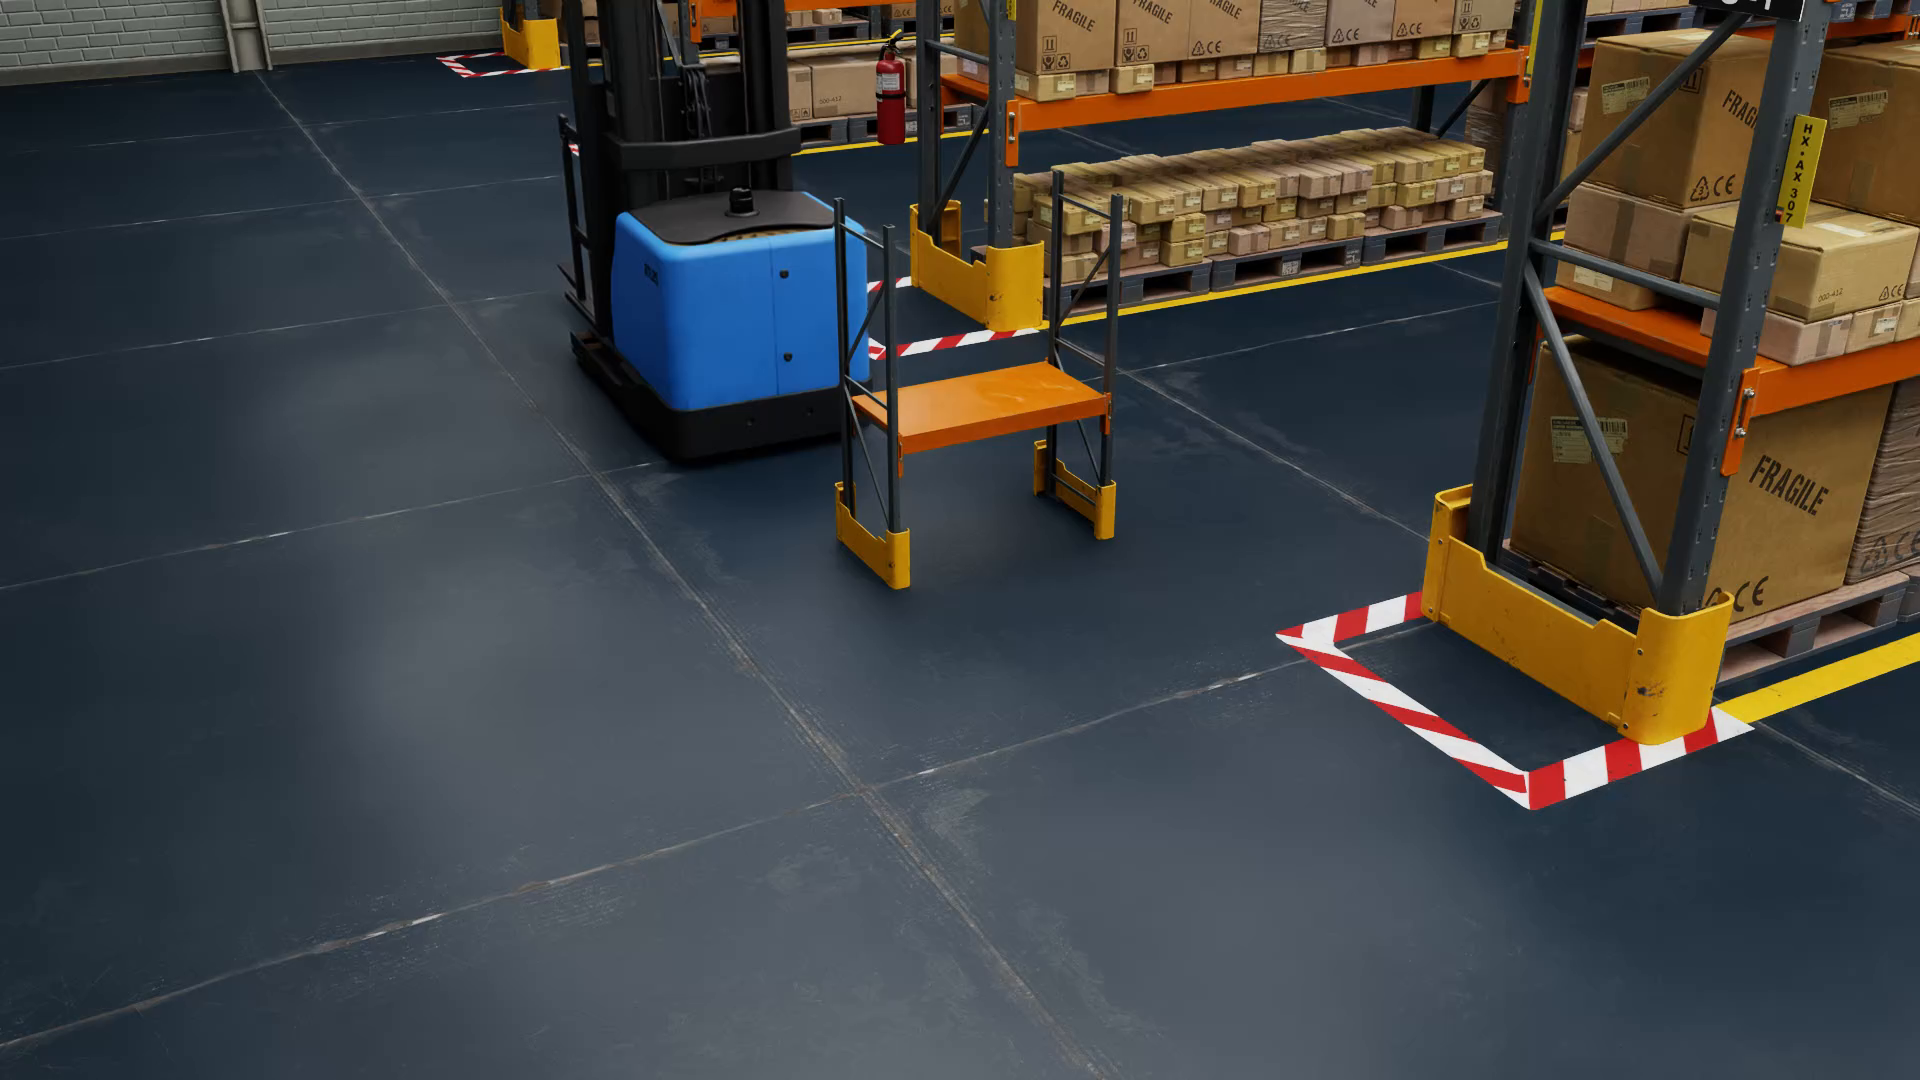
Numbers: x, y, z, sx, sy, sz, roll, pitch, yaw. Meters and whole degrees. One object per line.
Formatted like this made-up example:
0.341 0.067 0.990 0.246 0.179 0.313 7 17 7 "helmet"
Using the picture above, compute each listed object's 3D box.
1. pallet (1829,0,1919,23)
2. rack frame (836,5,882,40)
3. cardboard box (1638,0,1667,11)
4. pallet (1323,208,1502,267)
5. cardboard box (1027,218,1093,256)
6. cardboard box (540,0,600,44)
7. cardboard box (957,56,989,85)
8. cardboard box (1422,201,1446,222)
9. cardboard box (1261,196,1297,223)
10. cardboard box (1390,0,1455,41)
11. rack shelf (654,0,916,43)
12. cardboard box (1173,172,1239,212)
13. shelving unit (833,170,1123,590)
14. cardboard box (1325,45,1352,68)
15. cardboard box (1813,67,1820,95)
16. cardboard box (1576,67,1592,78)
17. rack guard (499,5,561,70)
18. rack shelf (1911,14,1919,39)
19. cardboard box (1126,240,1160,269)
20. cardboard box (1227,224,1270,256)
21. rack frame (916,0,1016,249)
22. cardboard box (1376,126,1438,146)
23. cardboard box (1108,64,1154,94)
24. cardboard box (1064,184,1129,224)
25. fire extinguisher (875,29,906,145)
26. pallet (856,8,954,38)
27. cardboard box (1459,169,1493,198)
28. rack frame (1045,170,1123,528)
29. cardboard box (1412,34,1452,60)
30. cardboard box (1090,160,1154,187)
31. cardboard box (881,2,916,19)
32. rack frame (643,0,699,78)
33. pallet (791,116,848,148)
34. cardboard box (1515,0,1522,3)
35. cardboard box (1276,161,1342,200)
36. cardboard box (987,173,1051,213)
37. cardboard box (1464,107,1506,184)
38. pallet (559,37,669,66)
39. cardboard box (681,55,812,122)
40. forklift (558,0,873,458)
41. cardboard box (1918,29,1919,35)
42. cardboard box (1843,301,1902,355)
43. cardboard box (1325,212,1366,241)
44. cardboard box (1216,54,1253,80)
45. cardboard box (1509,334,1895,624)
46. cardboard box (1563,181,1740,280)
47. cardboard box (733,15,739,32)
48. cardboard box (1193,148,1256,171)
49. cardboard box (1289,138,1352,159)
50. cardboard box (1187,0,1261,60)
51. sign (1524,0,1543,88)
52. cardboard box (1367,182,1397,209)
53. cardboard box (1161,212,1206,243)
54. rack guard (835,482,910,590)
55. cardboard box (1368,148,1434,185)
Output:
6.502 -4.164 12.679 1.003 0.211 1.213 -13 29 -25 "pallet"
-1.206 -7.387 19.169 0.127 3.000 1.000 -13 29 -25 "rack frame"
4.580 -3.710 11.318 0.250 0.149 0.380 -13 28 -25 "cardboard box"
2.975 -2.214 11.618 1.213 0.211 1.003 -13 29 -25 "pallet"
0.605 -1.854 10.111 0.250 0.149 0.380 -12 28 -23 "cardboard box"
-4.151 -5.724 18.106 0.637 0.503 0.797 -14 29 -27 "cardboard box"
0.176 -2.868 10.048 0.250 0.149 0.380 -13 29 -25 "cardboard box"
3.097 -2.295 11.373 0.250 0.149 0.380 -12 28 -24 "cardboard box"
1.977 -2.195 10.822 0.250 0.149 0.380 -12 28 -23 "cardboard box"
2.799 -3.489 10.592 0.500 0.500 0.500 -14 29 -26 "cardboard box"
-0.632 -4.760 14.530 4.000 0.370 1.077 -13 29 -25 "rack shelf"
1.542 -2.196 10.479 0.250 0.149 0.380 -12 28 -23 "cardboard box"
0.067 -0.692 6.958 1.083 1.500 0.587 -13 29 -25 "shelving unit"
2.255 -3.094 10.519 0.250 0.149 0.380 -13 29 -26 "cardboard box"
6.160 -3.490 12.591 0.500 0.250 0.500 -13 28 -24 "cardboard box"
4.549 -3.370 12.340 0.500 0.250 0.500 -12 28 -23 "cardboard box"
-4.669 -5.460 18.045 0.348 0.500 1.175 -13 29 -25 "rack guard"
8.845 -4.519 14.029 4.000 0.370 1.077 -13 29 -25 "rack shelf"
1.043 -1.833 10.412 0.250 0.149 0.380 -13 28 -25 "cardboard box"
1.761 -1.949 10.653 0.250 0.149 0.380 -15 29 -28 "cardboard box"
0.022 -2.807 9.631 0.127 3.000 1.000 -13 29 -25 "rack frame"
3.150 -2.803 11.744 0.250 0.149 0.380 -12 28 -23 "cardboard box"
0.929 -2.737 9.774 0.250 0.149 0.380 -14 29 -27 "cardboard box"
0.831 -2.058 10.193 0.250 0.149 0.380 -12 28 -24 "cardboard box"
-0.418 -2.729 9.989 0.183 0.674 0.296 -13 29 -25 "fire extinguisher"
-0.506 -6.309 20.148 1.213 0.211 1.003 -13 29 -25 "pallet"
3.423 -2.474 11.403 0.250 0.149 0.380 -12 28 -24 "cardboard box"
0.524 -0.797 7.177 0.032 1.500 0.500 -13 29 -25 "rack frame"
2.969 -3.235 10.813 0.250 0.149 0.380 -12 28 -23 "cardboard box"
1.045 -2.343 10.786 0.250 0.149 0.380 -14 29 -27 "cardboard box"
-0.674 -6.462 19.645 0.500 0.500 0.500 -12 28 -23 "cardboard box"
-2.397 -4.677 13.525 0.127 3.000 1.000 -13 29 -25 "rack frame"
-1.728 -3.613 14.530 1.213 0.211 1.003 -13 29 -25 "pallet"
3.808 -3.854 11.617 0.250 0.149 0.380 -14 29 -26 "cardboard box"
2.243 -2.328 10.755 0.250 0.149 0.380 -14 29 -27 "cardboard box"
0.370 -2.184 10.454 0.250 0.149 0.380 -13 28 -25 "cardboard box"
4.086 -2.931 12.292 0.500 0.500 0.500 -14 29 -26 "cardboard box"
-3.966 -5.493 18.447 1.213 0.211 1.003 -13 29 -25 "pallet"
-1.861 -3.884 14.349 0.875 0.438 0.875 -14 29 -27 "cardboard box"
-1.529 -2.319 8.693 1.130 2.935 3.031 -12 28 -23 "forklift"
8.430 -3.881 13.981 0.750 0.750 1.050 -13 28 -24 "cardboard box"
2.961 -0.778 5.695 0.250 0.149 0.380 -13 29 -26 "cardboard box"
2.452 -2.105 10.977 0.250 0.149 0.380 -13 29 -25 "cardboard box"
1.576 -2.927 10.171 0.250 0.149 0.380 -14 29 -26 "cardboard box"
2.794 -0.285 6.347 0.875 0.875 0.875 -13 29 -25 "cardboard box"
2.569 -1.159 6.027 0.500 0.250 0.500 -13 29 -26 "cardboard box"
-2.463 -6.093 18.878 0.500 0.500 0.700 -14 29 -27 "cardboard box"
1.759 -2.495 11.101 0.250 0.149 0.380 -13 28 -25 "cardboard box"
2.459 -2.637 11.399 0.250 0.149 0.380 -14 29 -26 "cardboard box"
1.446 -3.186 9.961 0.500 0.500 0.500 -13 28 -24 "cardboard box"
2.023 -1.731 5.778 0.005 0.325 0.100 -13 29 -25 "sign"
2.694 -2.340 11.122 0.250 0.149 0.380 -13 28 -25 "cardboard box"
1.325 -1.983 10.379 0.250 0.149 0.380 -12 28 -24 "cardboard box"
-0.372 -0.027 7.017 0.087 0.250 0.587 -13 29 -25 "rack guard"
2.937 -2.502 11.116 0.250 0.149 0.380 -13 29 -26 "cardboard box"
